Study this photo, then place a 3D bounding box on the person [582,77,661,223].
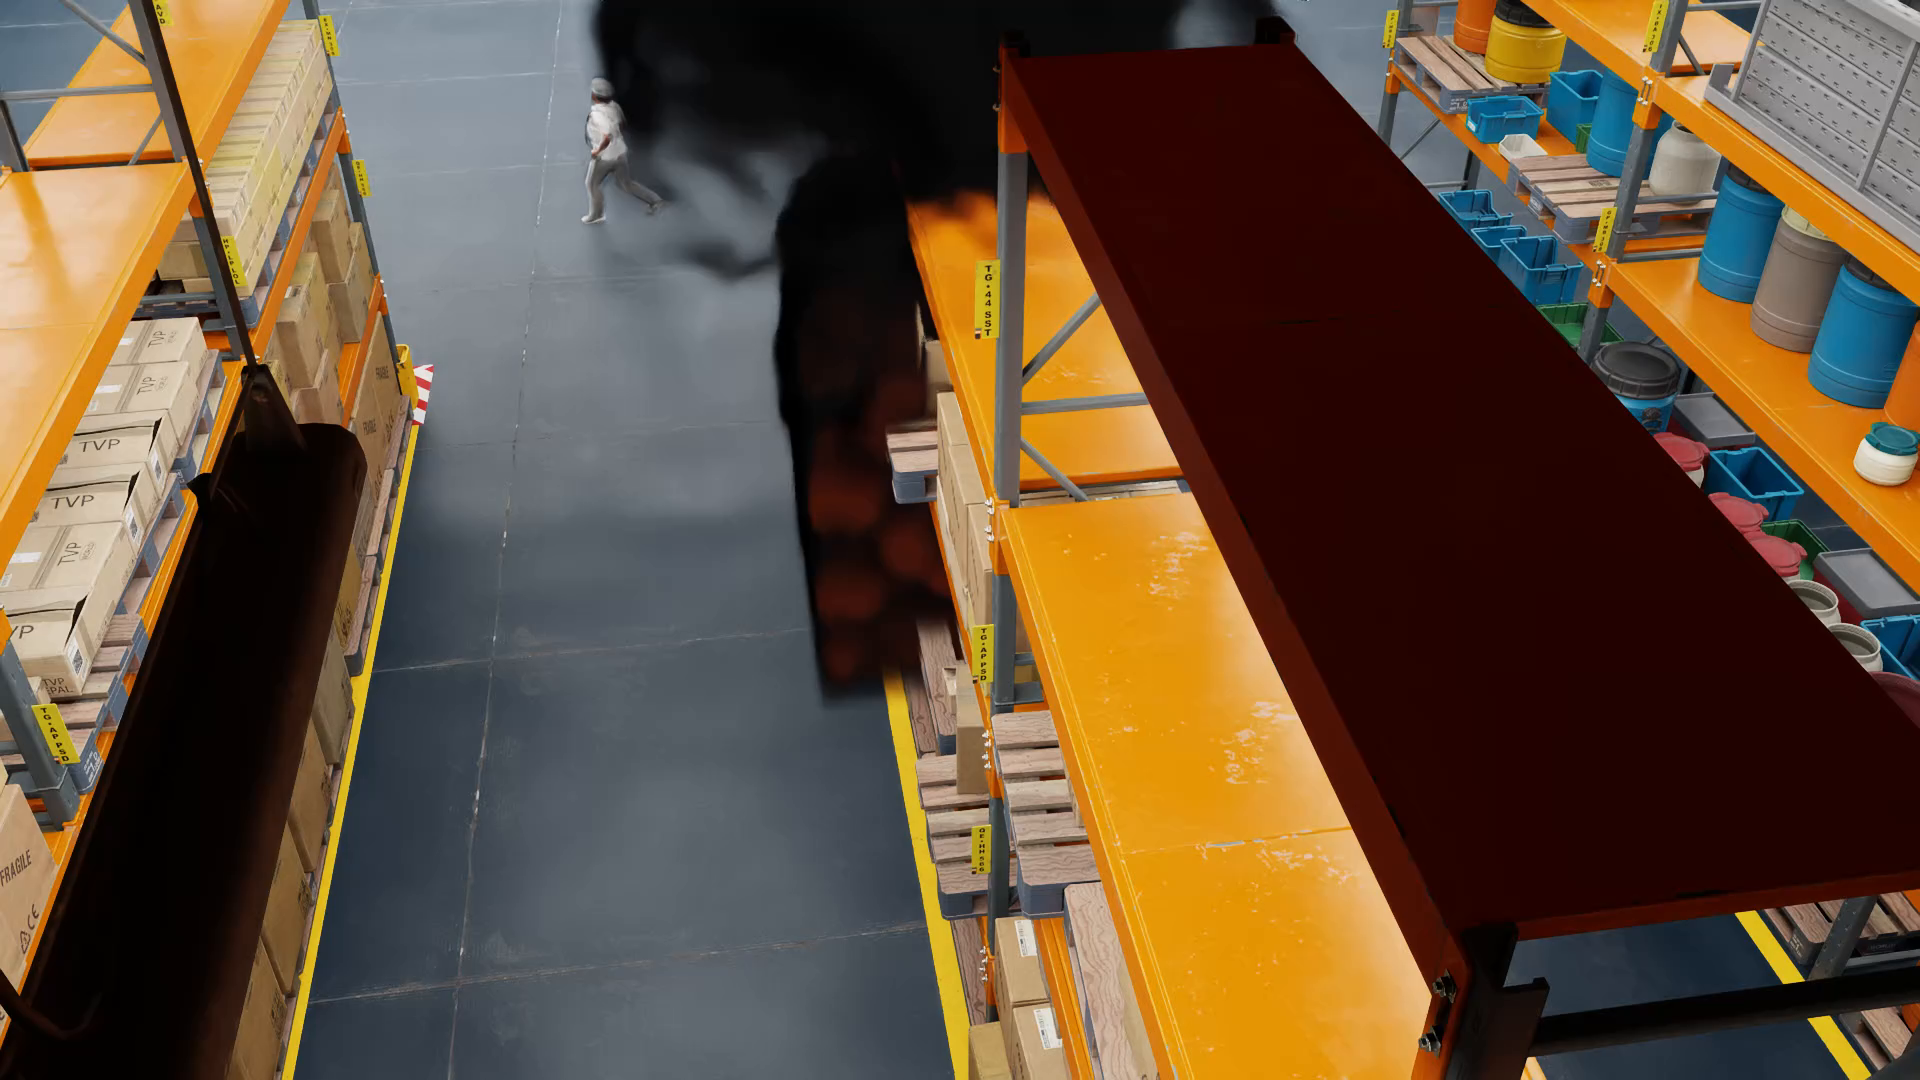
[{"bbox_3d":[-3.683,-4.065,17.615,1.018,1.698,0.538,19,40,23],"label":"person"}]
